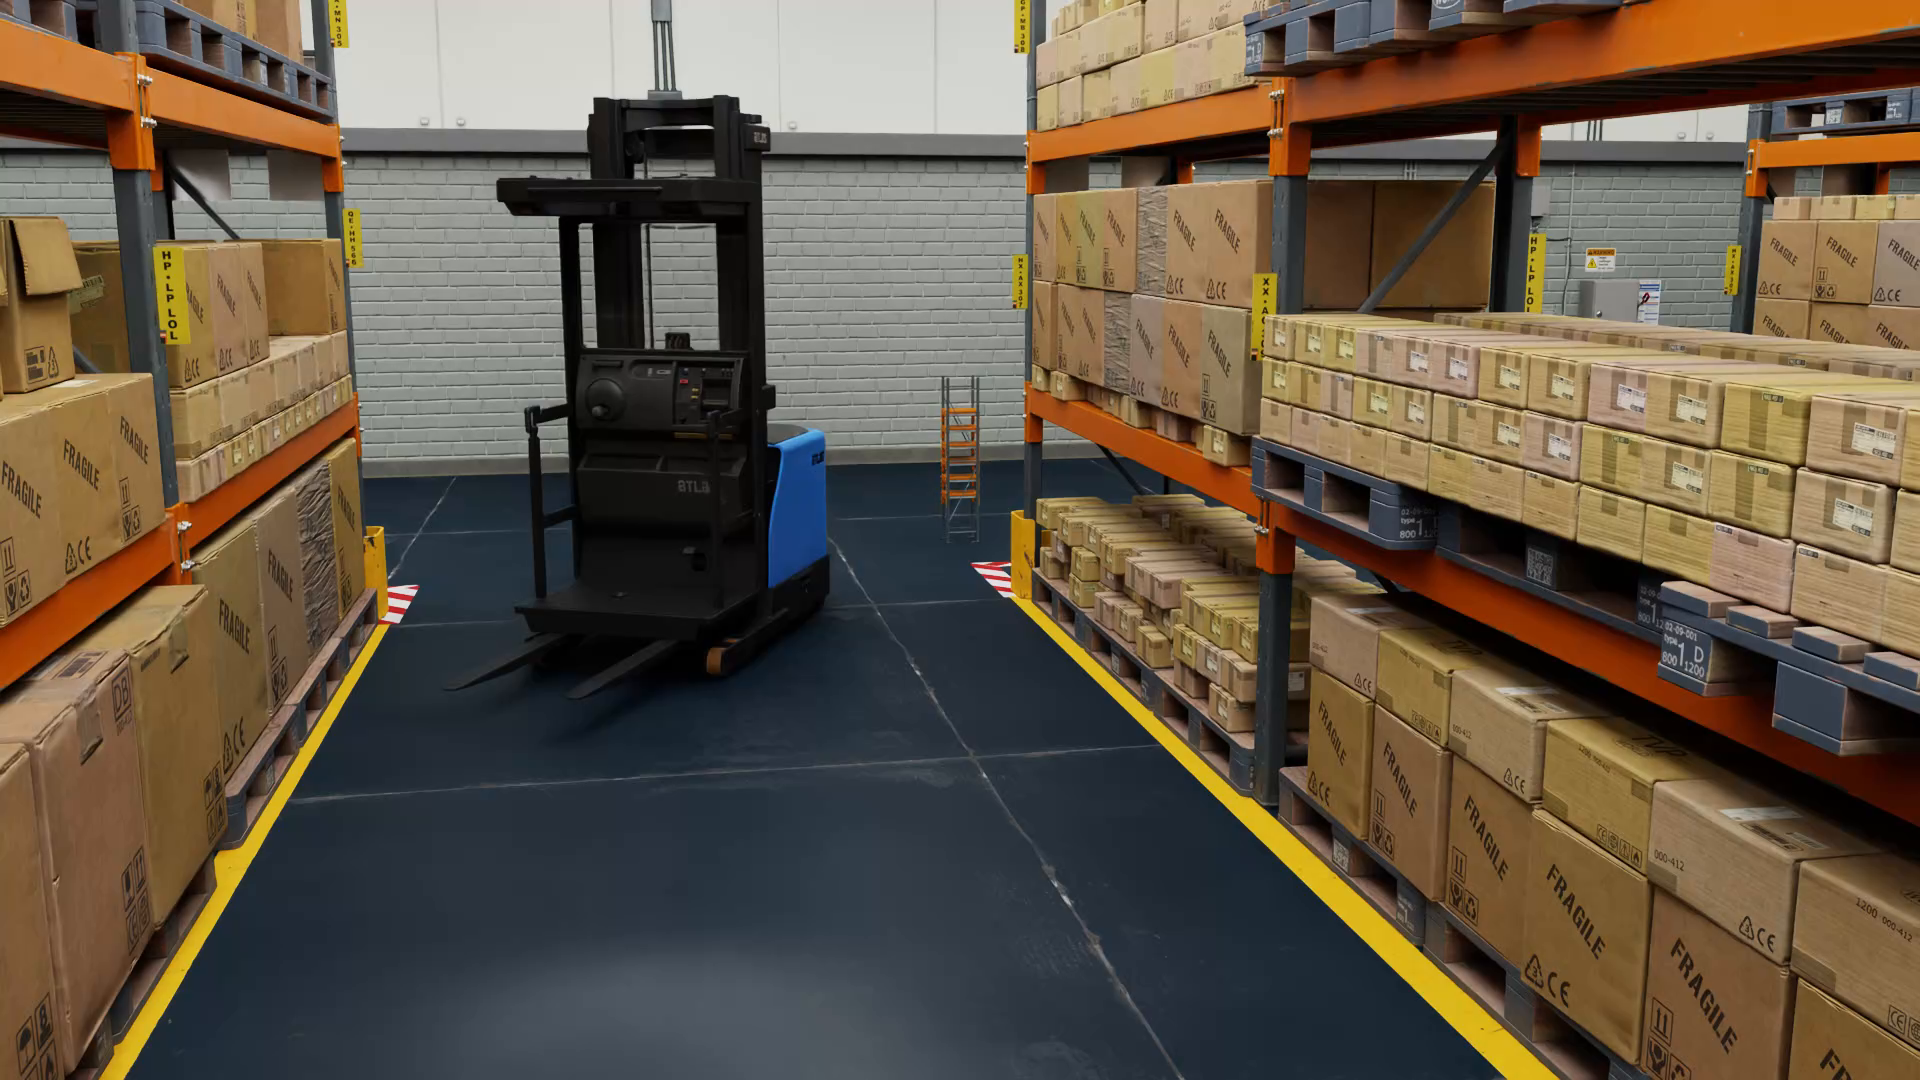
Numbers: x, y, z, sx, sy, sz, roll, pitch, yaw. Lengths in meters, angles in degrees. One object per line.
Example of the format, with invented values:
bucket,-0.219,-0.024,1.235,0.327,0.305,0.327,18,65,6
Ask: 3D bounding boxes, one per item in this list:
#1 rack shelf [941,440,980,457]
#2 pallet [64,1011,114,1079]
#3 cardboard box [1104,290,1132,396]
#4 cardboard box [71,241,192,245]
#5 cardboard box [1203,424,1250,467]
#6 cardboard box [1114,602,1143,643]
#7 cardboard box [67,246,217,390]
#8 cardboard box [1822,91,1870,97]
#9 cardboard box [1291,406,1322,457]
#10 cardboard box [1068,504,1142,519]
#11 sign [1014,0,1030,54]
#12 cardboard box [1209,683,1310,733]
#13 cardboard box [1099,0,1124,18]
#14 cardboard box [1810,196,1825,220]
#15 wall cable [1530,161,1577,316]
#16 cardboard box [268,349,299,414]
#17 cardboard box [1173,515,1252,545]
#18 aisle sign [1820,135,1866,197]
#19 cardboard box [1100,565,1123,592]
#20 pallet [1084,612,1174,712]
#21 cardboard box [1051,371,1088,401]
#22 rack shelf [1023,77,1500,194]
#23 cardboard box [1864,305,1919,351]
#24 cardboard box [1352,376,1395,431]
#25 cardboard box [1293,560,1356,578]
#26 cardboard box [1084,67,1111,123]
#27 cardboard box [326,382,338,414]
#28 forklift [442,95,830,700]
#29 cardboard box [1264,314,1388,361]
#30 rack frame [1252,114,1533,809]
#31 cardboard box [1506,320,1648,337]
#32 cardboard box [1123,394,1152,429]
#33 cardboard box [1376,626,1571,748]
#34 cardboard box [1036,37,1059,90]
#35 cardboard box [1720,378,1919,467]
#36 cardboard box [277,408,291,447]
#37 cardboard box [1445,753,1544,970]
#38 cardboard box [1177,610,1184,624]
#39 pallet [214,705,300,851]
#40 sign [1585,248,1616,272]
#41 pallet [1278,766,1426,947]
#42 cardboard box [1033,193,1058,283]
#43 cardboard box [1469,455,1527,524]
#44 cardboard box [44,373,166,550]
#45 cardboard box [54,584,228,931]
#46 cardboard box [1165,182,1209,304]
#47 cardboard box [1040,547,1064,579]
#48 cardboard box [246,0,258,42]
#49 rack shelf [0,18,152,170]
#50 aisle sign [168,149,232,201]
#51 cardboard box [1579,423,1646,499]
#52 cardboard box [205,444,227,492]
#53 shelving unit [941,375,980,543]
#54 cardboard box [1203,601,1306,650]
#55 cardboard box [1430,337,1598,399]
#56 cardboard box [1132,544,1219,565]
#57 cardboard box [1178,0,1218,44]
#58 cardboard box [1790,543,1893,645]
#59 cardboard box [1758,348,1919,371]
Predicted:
rack shelf,0.003,-0.661,12.056,0.258,0.103,0.180,-2,11,-11
pallet,-2.739,1.458,3.974,1.003,0.211,1.213,-2,11,-11
cardboard box,1.037,-0.993,8.327,0.500,0.500,0.500,-2,11,-12
cardboard box,-3.949,-1.165,7.897,0.500,0.500,0.500,-2,11,-13
cardboard box,1.239,-0.401,6.952,0.380,0.149,0.250,-2,11,-13
cardboard box,1.005,0.414,8.498,0.380,0.149,0.250,-2,11,-11
cardboard box,-3.046,-0.813,6.047,0.500,0.500,0.500,-2,11,-11
cardboard box,5.915,-2.945,10.637,0.500,0.250,0.500,-3,11,-16
cardboard box,1.366,-0.380,5.721,0.380,0.149,0.250,-2,11,-10
cardboard box,0.844,-0.114,9.684,0.380,0.149,0.250,-2,11,-10
sign,0.371,-3.054,9.859,0.100,0.325,0.005,-2,11,-11
cardboard box,1.271,0.698,7.011,0.380,0.149,0.250,-2,11,-10
cardboard box,0.915,-2.705,8.359,0.380,0.149,0.250,-2,11,-9
cardboard box,5.658,-2.108,10.571,0.380,0.149,0.250,-2,11,-10
wall cable,6.009,-2.955,16.984,0.588,1.984,0.122,-2,11,-11
cardboard box,-3.324,-0.720,7.564,0.500,0.250,0.500,-2,11,-11
cardboard box,1.411,-0.040,9.295,0.380,0.149,0.250,-3,11,-13
aisle sign,6.029,-2.671,11.254,0.394,0.787,0.004,-2,11,-11
cardboard box,0.974,0.173,8.971,0.380,0.149,0.250,-3,11,-14
pallet,1.275,0.587,8.550,1.003,0.211,1.213,-2,11,-11
cardboard box,0.735,-0.879,9.467,0.380,0.149,0.250,-2,11,-13
rack shelf,1.292,-1.924,8.184,1.077,0.370,4.000,-2,11,-11
cardboard box,5.758,-1.134,9.866,0.500,0.500,0.500,-2,11,-11
cardboard box,1.461,-0.435,5.211,0.380,0.149,0.250,-3,11,-13
cardboard box,1.682,0.200,8.033,0.380,0.149,0.250,-2,11,-10
cardboard box,0.951,-2.288,8.575,0.500,0.250,0.500,-2,11,-13
cardboard box,-3.489,-0.738,8.724,0.380,0.149,0.250,-2,11,-11
forklift,-1.644,-0.810,8.616,1.130,2.935,3.031,3,11,14
cardboard box,1.307,-0.723,5.932,0.380,0.149,0.250,-2,11,-8
rack frame,1.681,-0.437,6.470,1.000,3.000,0.127,-2,11,-11
cardboard box,2.052,-0.649,5.541,0.380,0.149,0.250,-2,11,-13
cardboard box,1.022,-0.642,8.217,0.380,0.149,0.250,-2,11,-10
cardboard box,1.672,0.459,5.320,0.500,0.250,0.500,-2,11,-9
cardboard box,0.736,-2.724,9.529,0.500,0.250,0.500,-2,11,-10
cardboard box,1.817,-0.246,3.424,0.380,0.149,0.250,-2,11,-9
cardboard box,-3.240,-0.504,7.494,0.380,0.149,0.250,-2,11,-13
cardboard box,1.785,0.922,4.890,0.500,0.500,0.500,-2,11,-10
cardboard box,1.221,0.418,7.686,0.380,0.149,0.250,-2,11,-10
pallet,-3.275,0.952,6.629,1.003,0.211,1.213,-2,11,-11
sign,6.614,-2.894,17.170,0.339,0.242,0.001,-2,11,-11
pallet,1.834,1.076,5.981,1.003,0.211,1.213,-2,11,-11
cardboard box,0.730,-1.765,9.711,0.500,0.500,0.500,-2,11,-11
cardboard box,1.612,-0.145,4.487,0.380,0.149,0.250,-3,11,-14
cardboard box,-2.845,-0.249,5.212,0.500,0.500,0.500,-2,11,-11
cardboard box,-3.059,0.679,5.167,1.225,0.875,0.875,-2,11,-11
cardboard box,1.219,-1.294,7.238,0.500,0.500,0.500,-2,11,-13
cardboard box,0.691,0.131,9.986,0.380,0.149,0.250,-2,11,-10
cardboard box,-3.837,-2.586,8.080,0.700,0.500,0.500,-3,11,-13
rack shelf,-2.815,-1.029,3.480,1.077,0.370,4.000,-2,11,-11
aisle sign,-4.290,-2.288,9.244,0.394,0.787,0.004,-2,11,-11
cardboard box,1.715,-0.195,3.953,0.380,0.149,0.250,-2,11,-11
cardboard box,-2.986,-0.266,6.245,0.380,0.149,0.250,-2,11,-13
shelving unit,0.003,-0.587,12.070,0.258,1.200,0.189,-2,11,-11
cardboard box,1.268,0.364,7.174,0.380,0.149,0.250,-2,11,-10
cardboard box,1.559,-0.486,4.686,0.380,0.149,0.250,-2,11,-9
cardboard box,1.090,0.123,8.438,0.380,0.149,0.250,-2,11,-11
cardboard box,1.252,-2.254,7.057,0.500,0.250,0.500,-3,11,-13
cardboard box,1.866,0.094,3.227,0.380,0.149,0.250,-2,11,-11
cardboard box,2.302,-0.411,4.293,0.380,0.149,0.250,-2,11,-9
